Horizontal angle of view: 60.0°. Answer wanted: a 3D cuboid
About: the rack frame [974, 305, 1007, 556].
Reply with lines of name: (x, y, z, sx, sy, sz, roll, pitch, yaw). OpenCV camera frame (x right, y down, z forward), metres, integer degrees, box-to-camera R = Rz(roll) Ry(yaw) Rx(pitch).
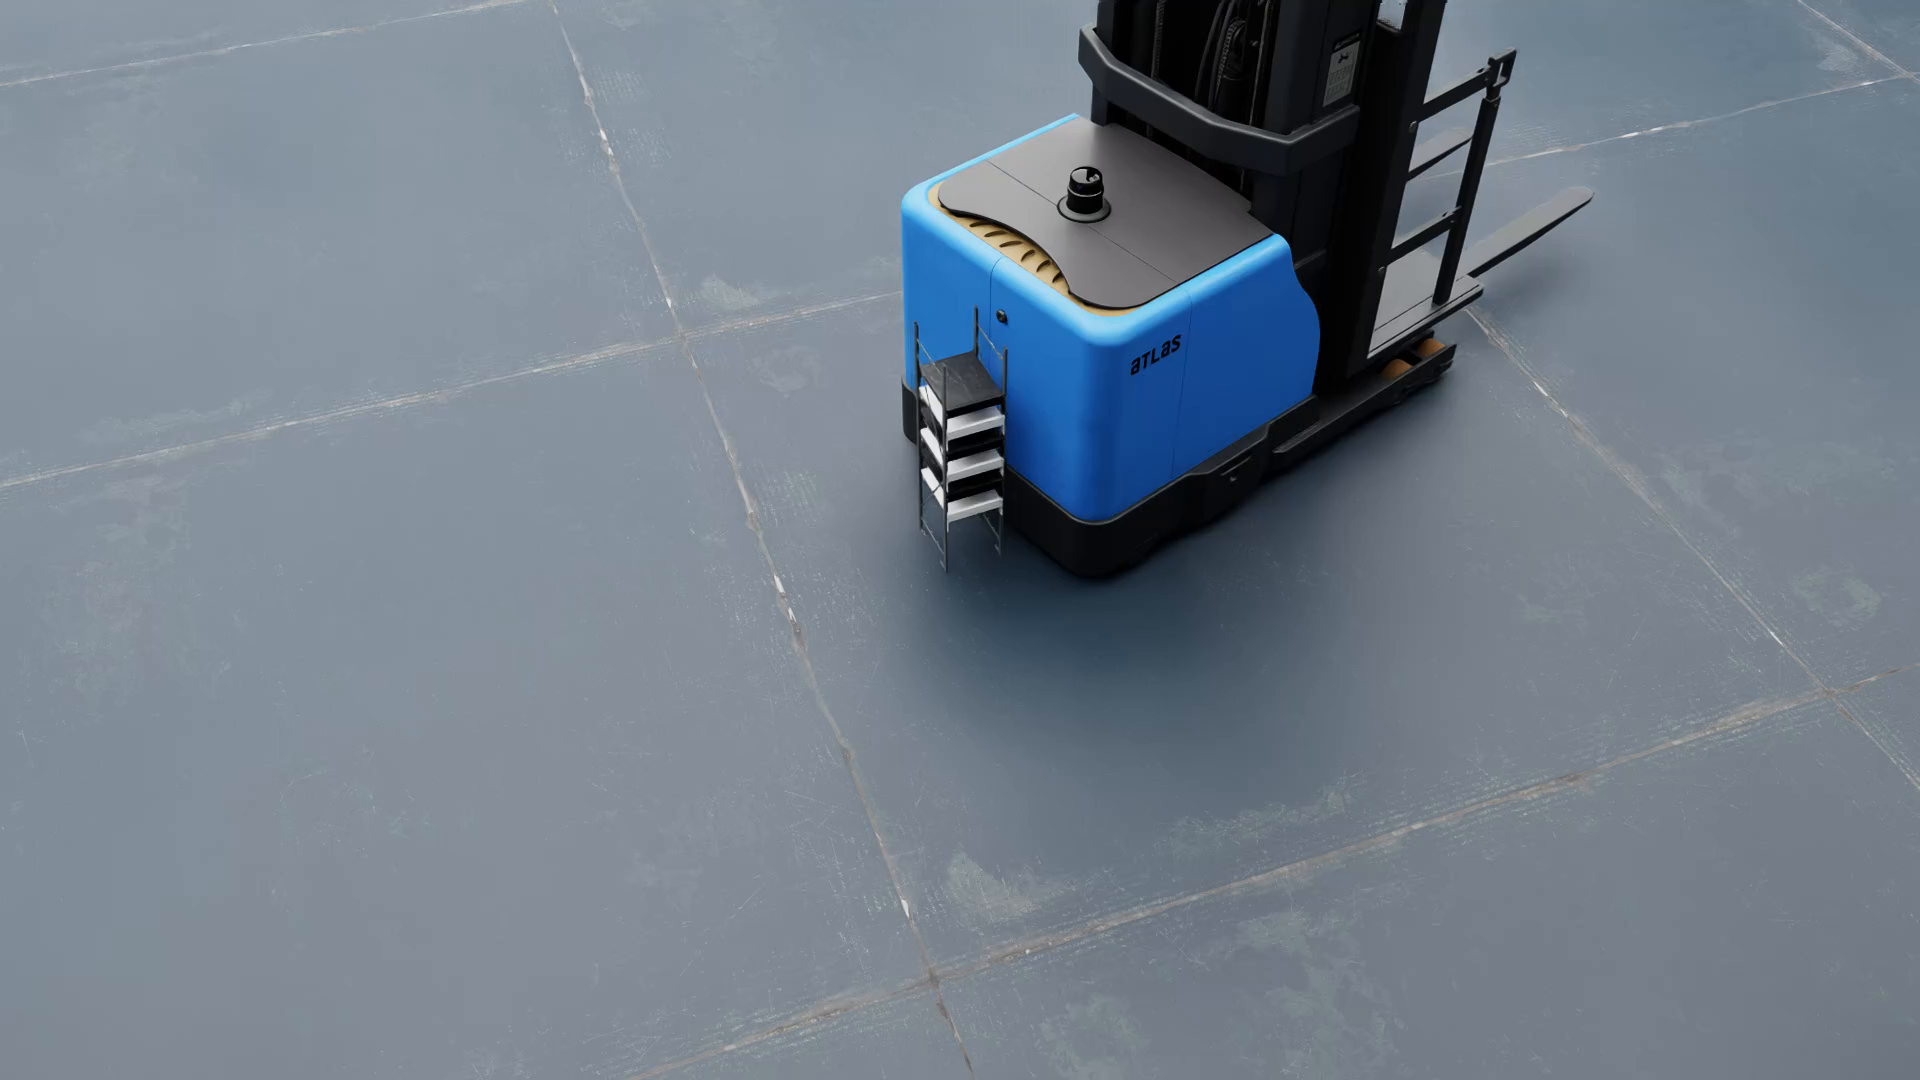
rack frame: (0.094, -0.341, 5.455, 0.006, 0.900, 0.240, -17, 48, -16)

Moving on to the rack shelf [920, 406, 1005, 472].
rack shelf: (0.001, -0.352, 5.386, 0.200, 0.077, 0.258, -17, 48, -16)

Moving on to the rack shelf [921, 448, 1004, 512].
rack shelf: (0.001, -0.225, 5.513, 0.200, 0.077, 0.258, -17, 48, -16)

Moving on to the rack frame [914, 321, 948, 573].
rack frame: (-0.092, -0.284, 5.397, 0.006, 0.900, 0.240, -17, 48, -16)

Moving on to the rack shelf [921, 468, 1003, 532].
rack shelf: (0.001, -0.162, 5.577, 0.200, 0.077, 0.258, -17, 48, -16)

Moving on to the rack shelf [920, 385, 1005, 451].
rack shelf: (0.001, -0.416, 5.322, 0.200, 0.077, 0.258, -17, 48, -16)

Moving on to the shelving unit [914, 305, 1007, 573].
shelving unit: (0.001, -0.312, 5.426, 0.210, 0.900, 0.258, -17, 48, -16)

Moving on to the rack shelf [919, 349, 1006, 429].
rack shelf: (0.001, -0.480, 5.258, 0.200, 0.077, 0.258, -17, 48, -16)

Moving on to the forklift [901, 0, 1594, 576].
forklift: (1.247, -1.806, 5.480, 3.031, 2.935, 1.130, -31, 53, -27)

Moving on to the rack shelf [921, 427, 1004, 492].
rack shelf: (0.001, -0.289, 5.450, 0.200, 0.077, 0.258, -17, 48, -16)
